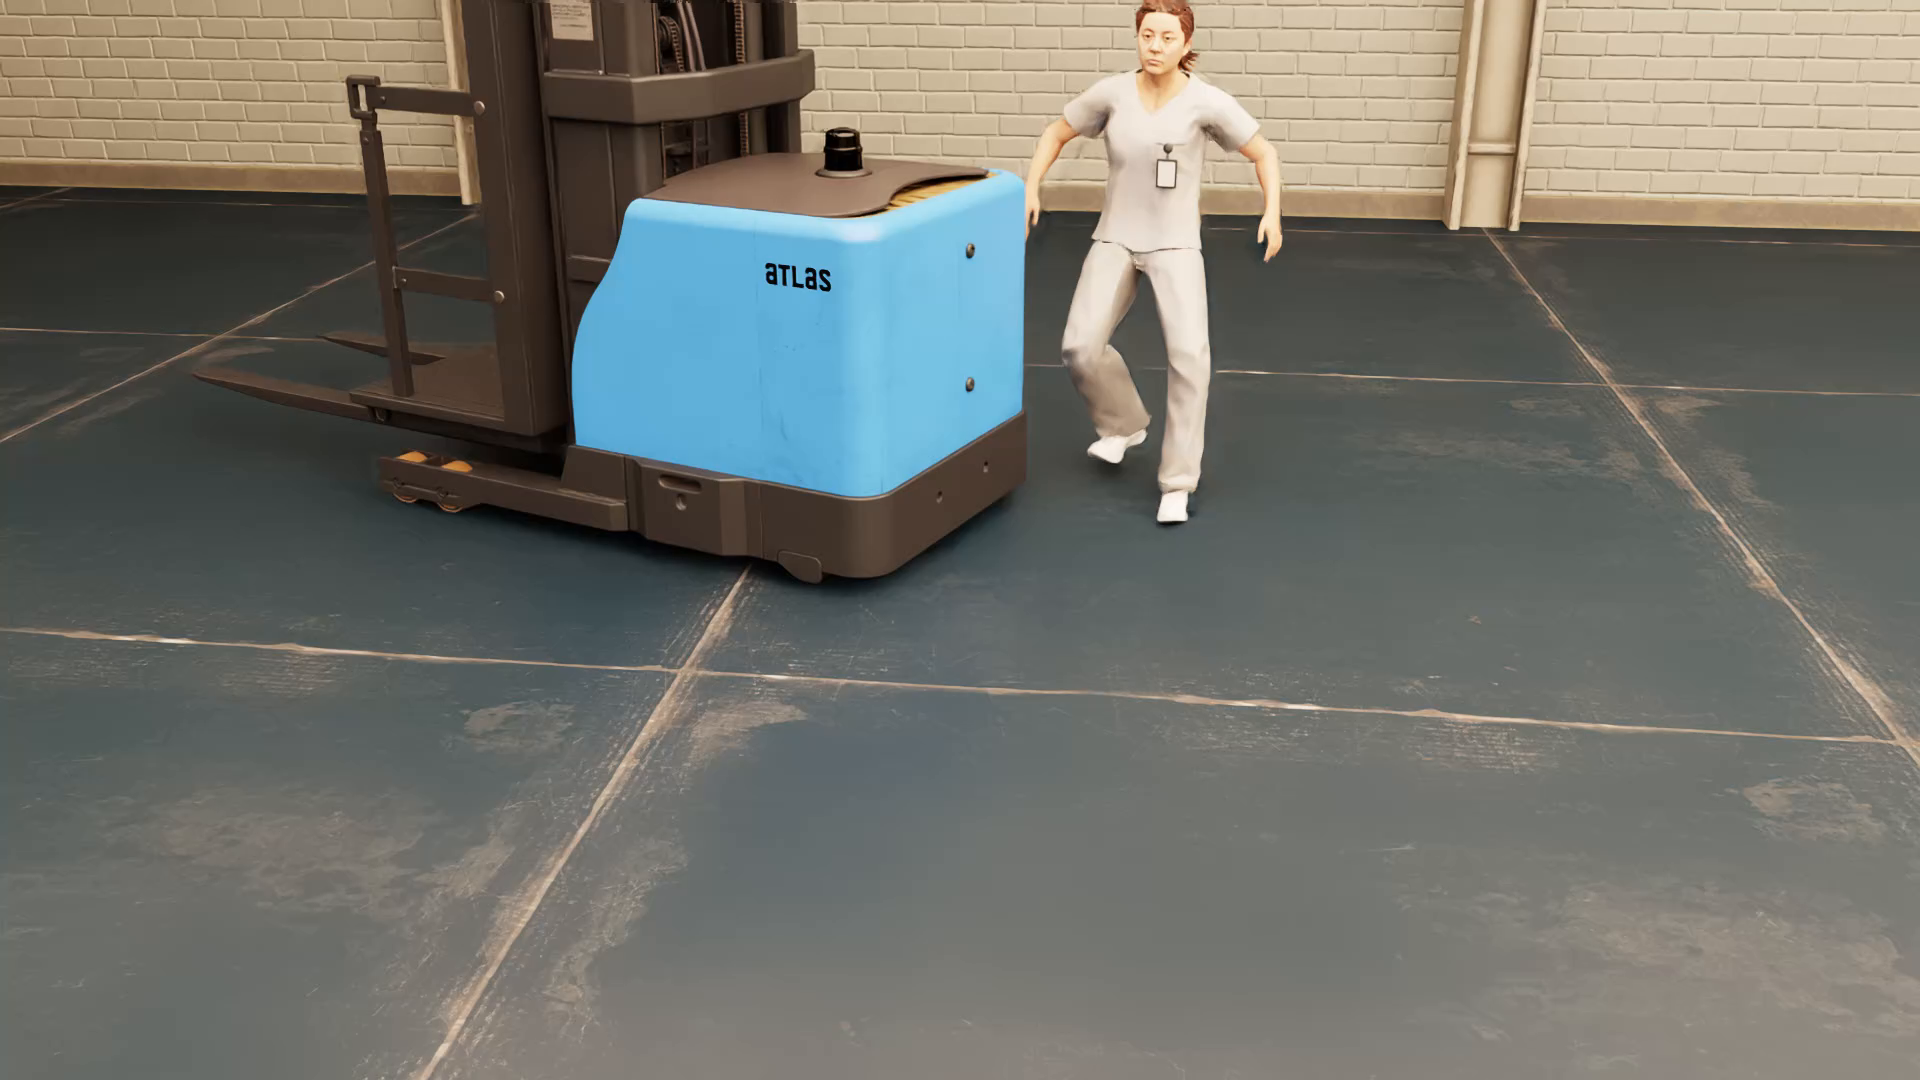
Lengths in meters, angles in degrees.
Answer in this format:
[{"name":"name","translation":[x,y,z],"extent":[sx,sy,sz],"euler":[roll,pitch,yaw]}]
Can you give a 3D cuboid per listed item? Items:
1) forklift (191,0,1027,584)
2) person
[{"name":"forklift","translation":[-1.328,-1.608,5.247],"extent":[3.031,2.935,1.130],"euler":[11,25,26]},{"name":"person","translation":[0.580,-0.897,5.303],"extent":[0.851,1.598,0.629],"euler":[9,24,21]}]
